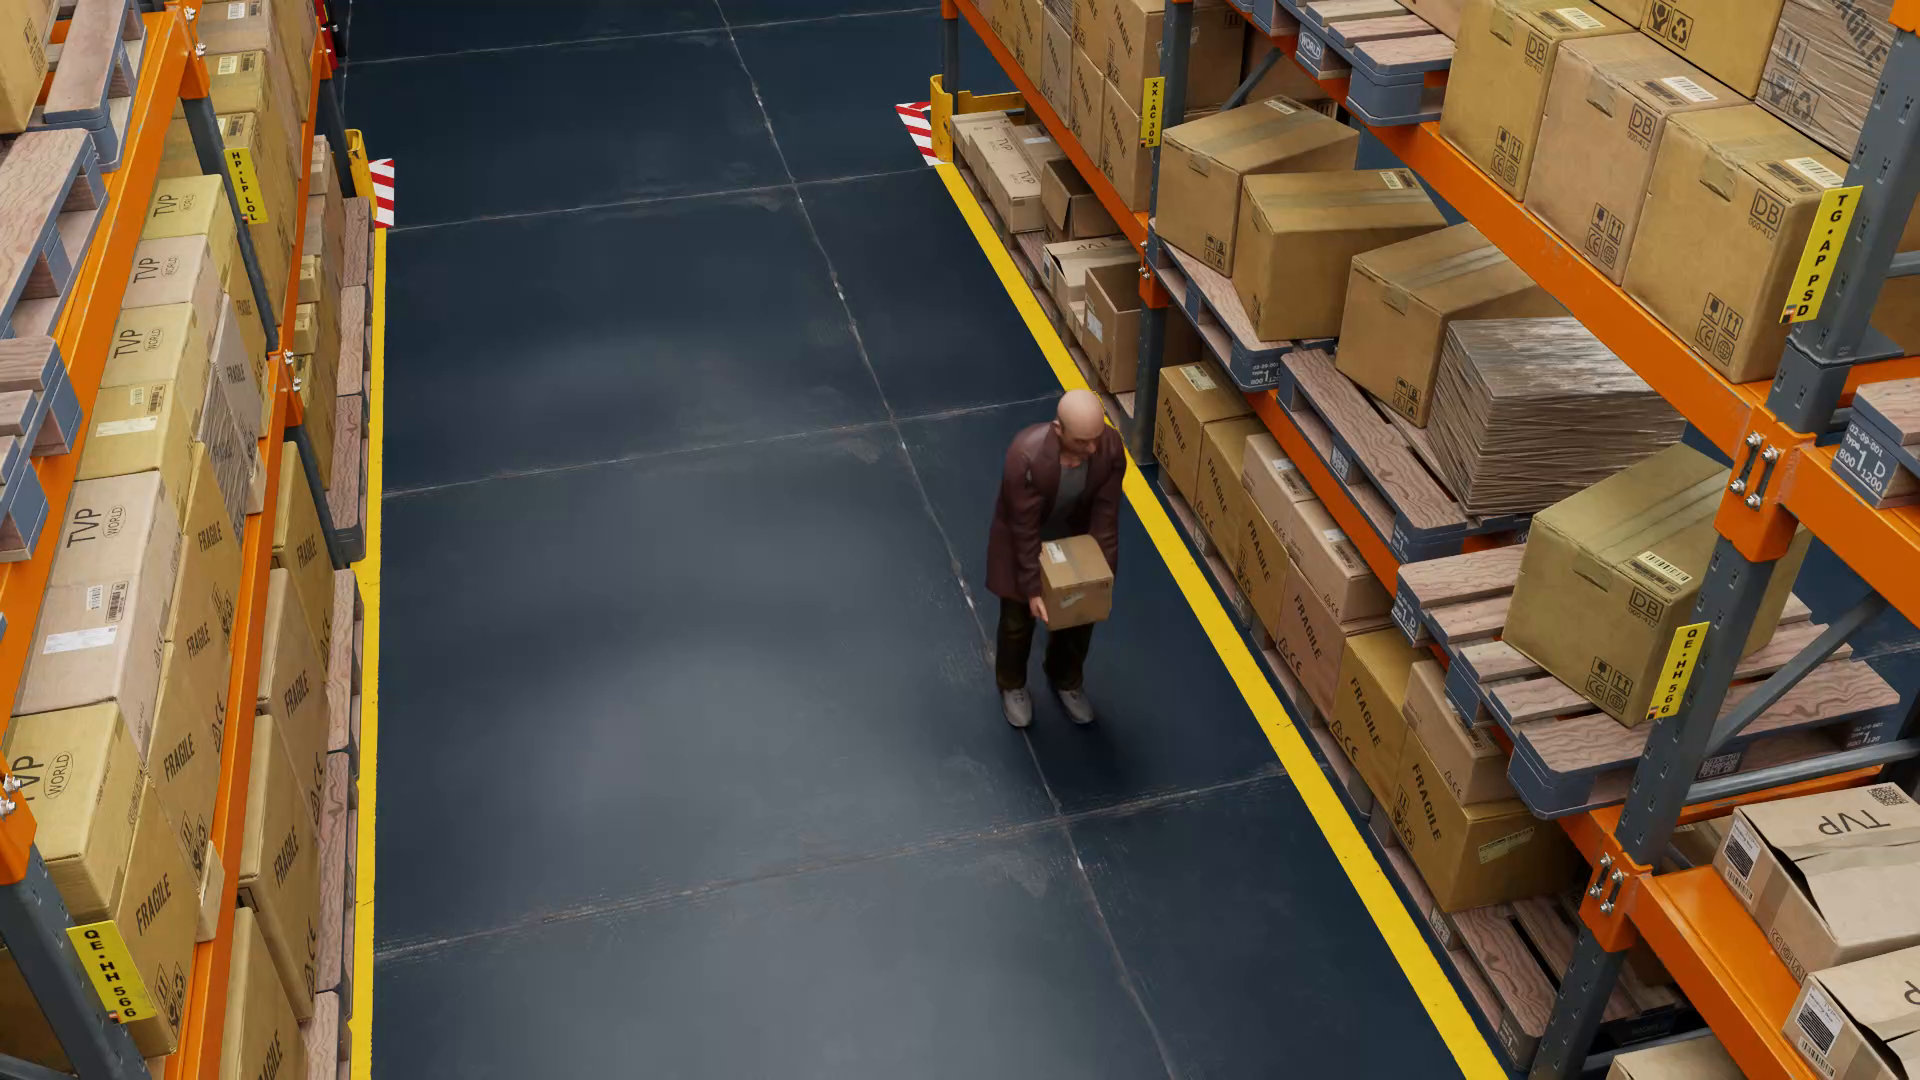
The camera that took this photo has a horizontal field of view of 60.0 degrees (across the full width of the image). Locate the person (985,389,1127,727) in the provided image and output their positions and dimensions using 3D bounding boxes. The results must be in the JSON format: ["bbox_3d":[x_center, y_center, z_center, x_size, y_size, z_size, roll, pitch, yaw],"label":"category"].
[{"bbox_3d":[0.380,0.062,6.703,0.530,1.717,0.613,-10,39,-13],"label":"person"}]
